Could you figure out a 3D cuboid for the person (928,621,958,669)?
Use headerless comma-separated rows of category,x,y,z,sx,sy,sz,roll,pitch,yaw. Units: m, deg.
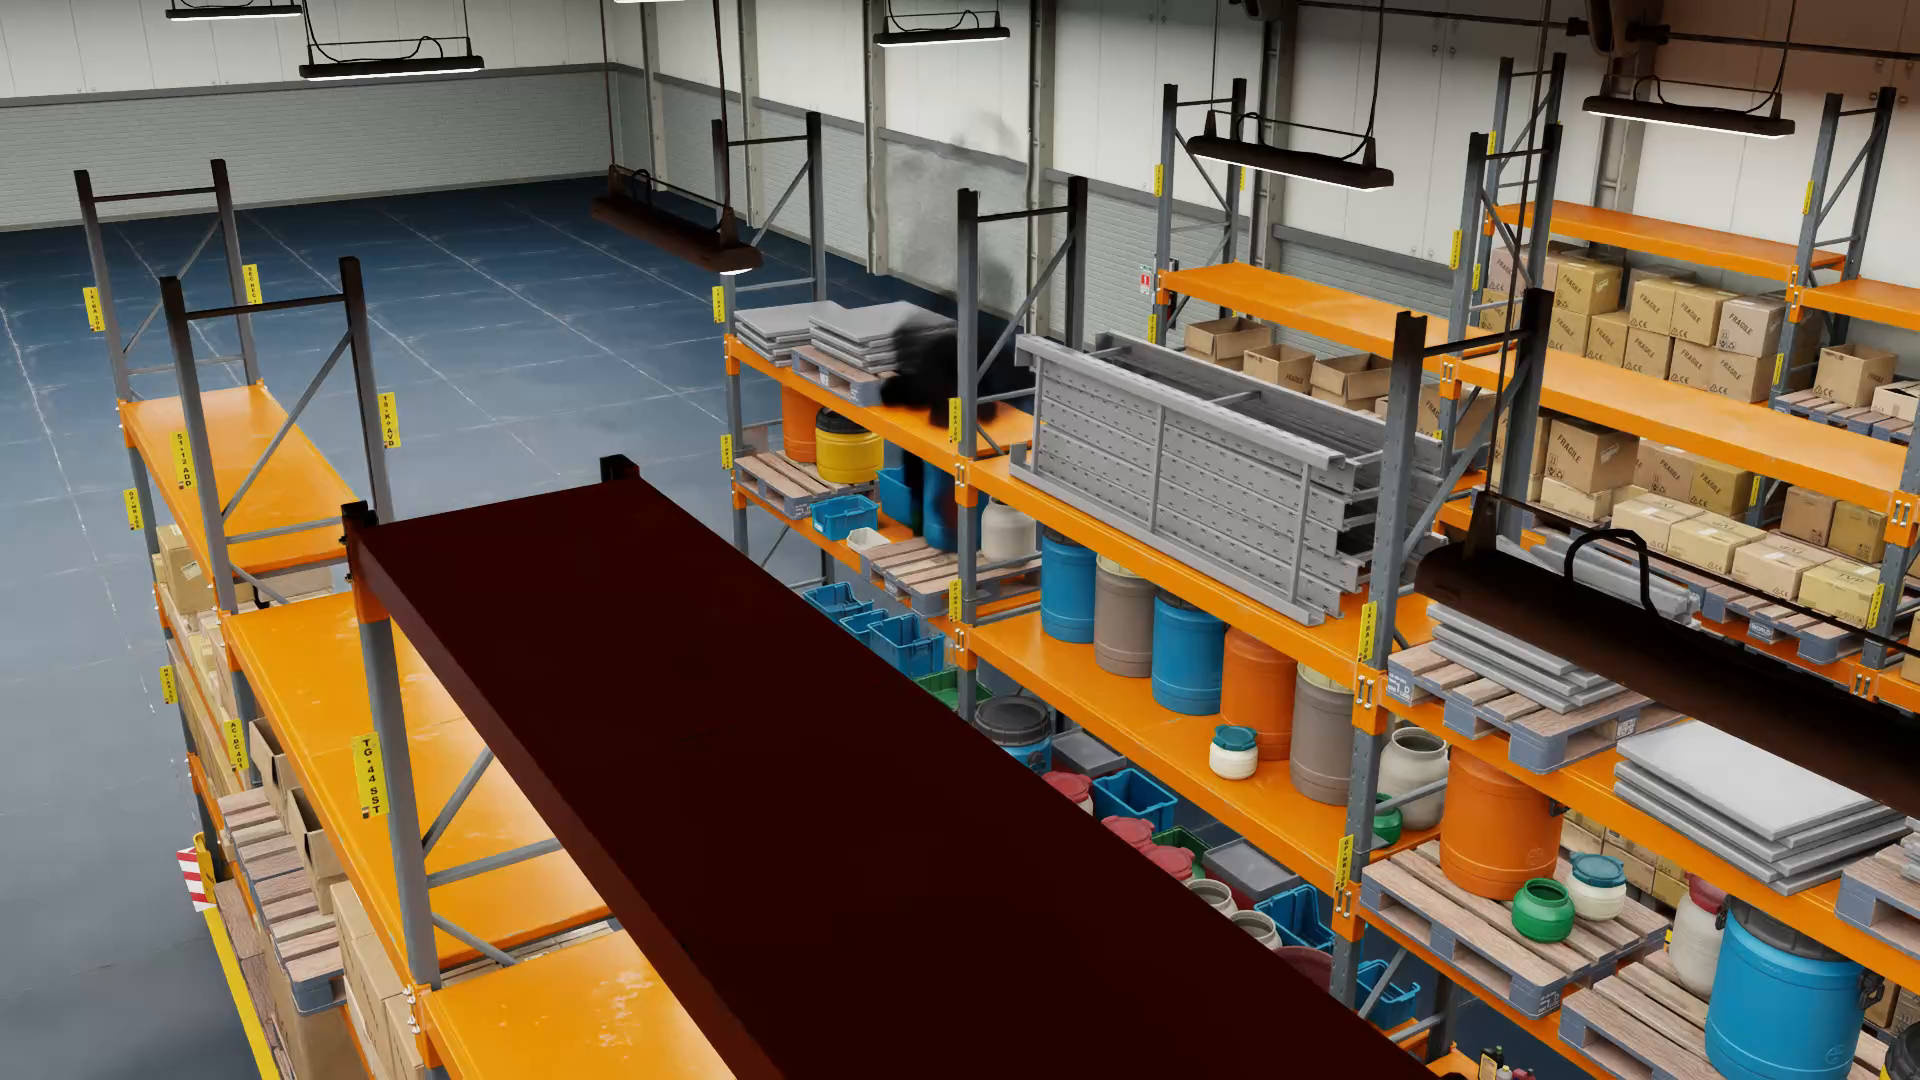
person,-0.159,0.907,16.886,0.880,1.701,0.549,13,25,30
